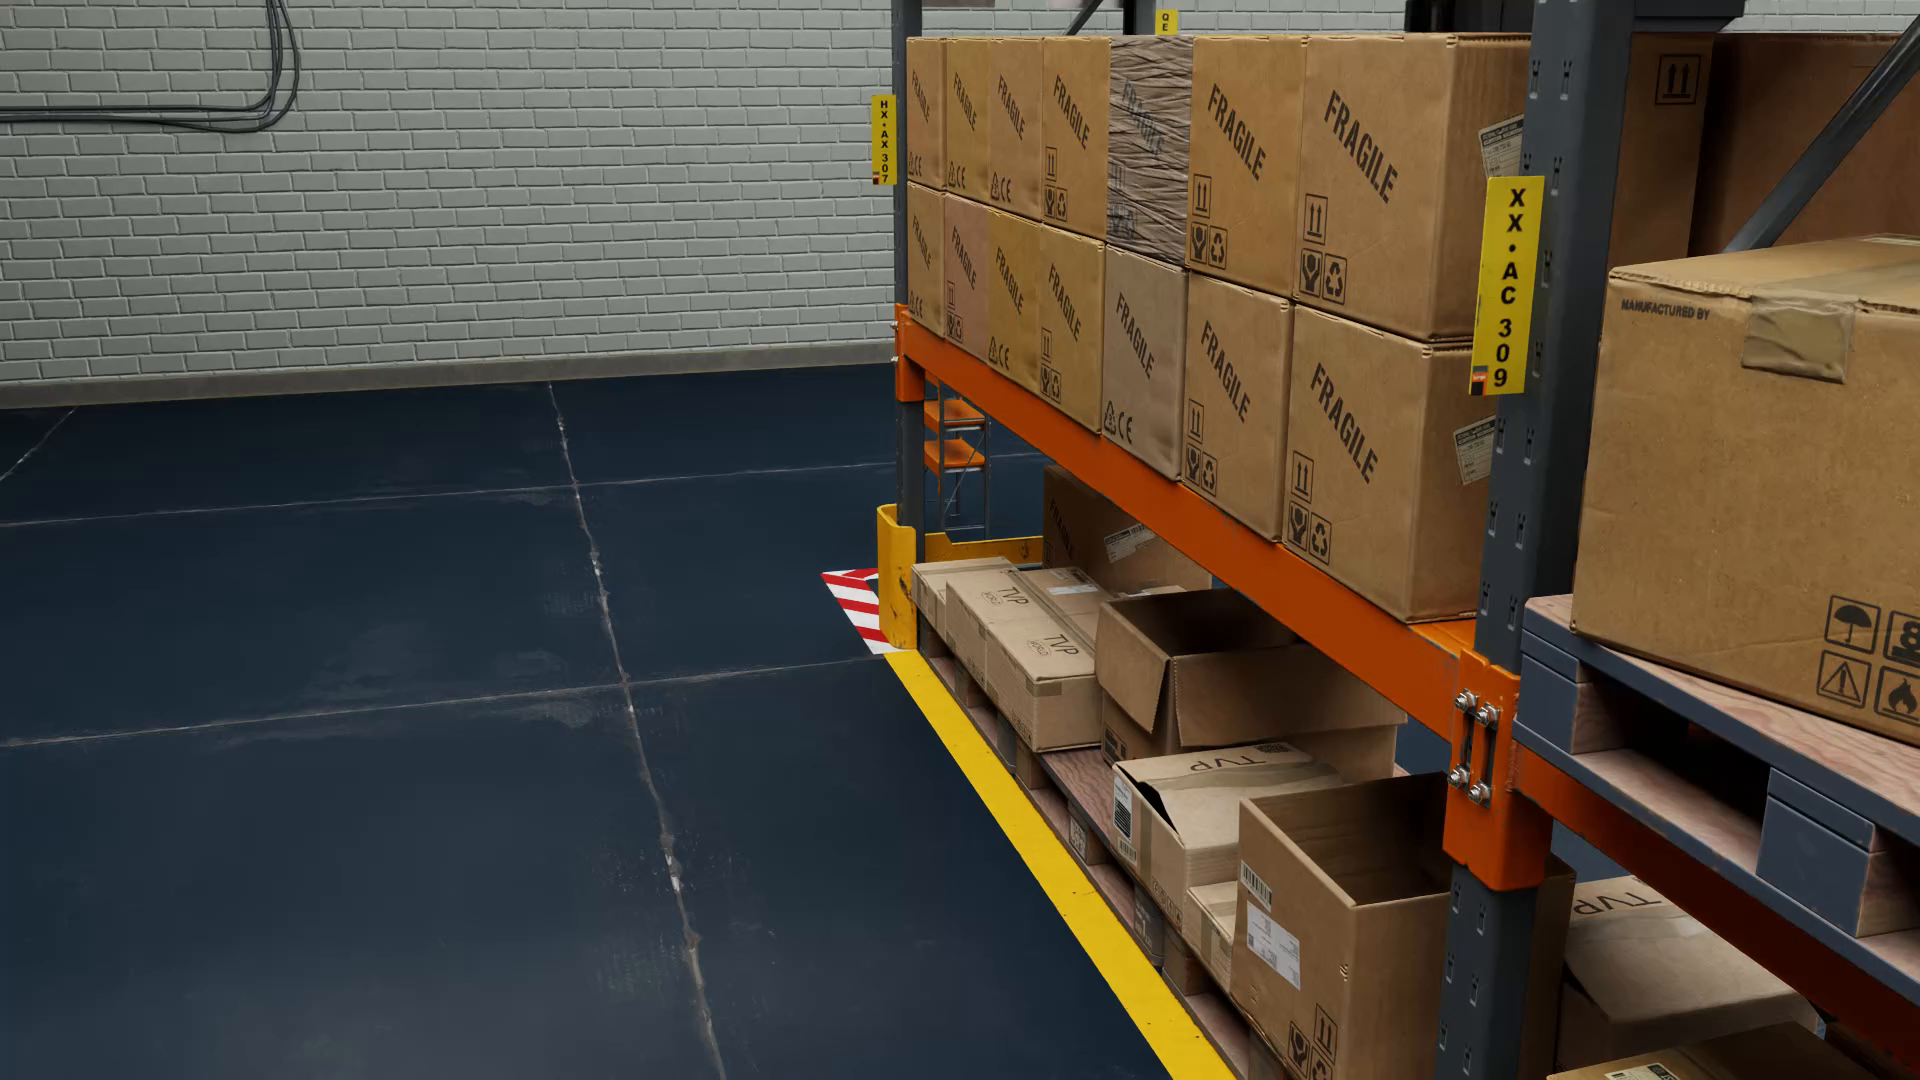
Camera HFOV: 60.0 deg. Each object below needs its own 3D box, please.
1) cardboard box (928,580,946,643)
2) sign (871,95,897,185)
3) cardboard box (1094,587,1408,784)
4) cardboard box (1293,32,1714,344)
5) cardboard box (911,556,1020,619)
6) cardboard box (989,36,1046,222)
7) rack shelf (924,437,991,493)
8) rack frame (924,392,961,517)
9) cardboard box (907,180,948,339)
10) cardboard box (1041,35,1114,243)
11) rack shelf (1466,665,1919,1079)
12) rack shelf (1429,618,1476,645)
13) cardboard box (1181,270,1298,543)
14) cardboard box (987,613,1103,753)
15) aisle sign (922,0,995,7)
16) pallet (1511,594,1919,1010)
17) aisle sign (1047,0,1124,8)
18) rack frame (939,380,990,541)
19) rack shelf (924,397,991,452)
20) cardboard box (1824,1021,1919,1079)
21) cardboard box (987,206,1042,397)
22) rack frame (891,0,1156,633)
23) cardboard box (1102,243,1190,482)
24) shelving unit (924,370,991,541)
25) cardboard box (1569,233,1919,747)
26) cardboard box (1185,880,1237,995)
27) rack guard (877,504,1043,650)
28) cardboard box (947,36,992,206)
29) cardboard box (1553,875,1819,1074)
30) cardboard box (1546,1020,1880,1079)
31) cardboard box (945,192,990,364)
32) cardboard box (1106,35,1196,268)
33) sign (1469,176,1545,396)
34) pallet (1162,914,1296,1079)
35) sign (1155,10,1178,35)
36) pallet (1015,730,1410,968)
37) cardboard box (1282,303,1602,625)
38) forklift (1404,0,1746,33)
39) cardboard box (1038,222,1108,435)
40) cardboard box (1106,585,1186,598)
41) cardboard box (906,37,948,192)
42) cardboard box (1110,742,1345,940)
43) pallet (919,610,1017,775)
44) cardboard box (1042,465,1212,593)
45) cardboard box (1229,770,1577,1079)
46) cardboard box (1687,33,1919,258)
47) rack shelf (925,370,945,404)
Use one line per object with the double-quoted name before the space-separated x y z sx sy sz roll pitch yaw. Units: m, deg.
"cardboard box" 0.096 0.243 6.091 0.380 0.166 0.250 -5 17 -15
"sign" -0.279 -1.488 6.185 0.100 0.325 0.005 -5 17 -15
"cardboard box" 0.821 0.456 4.794 0.797 0.503 0.637 -5 17 -15
"cardboard box" 0.954 -0.656 3.009 0.500 0.500 0.500 -5 17 -15
"cardboard box" 0.028 0.182 6.324 0.380 0.149 0.250 -5 17 -15
"cardboard box" 0.395 -1.216 4.875 0.500 0.500 0.500 -4 17 -14
"rack shelf" -0.045 -0.366 8.008 0.258 0.148 0.480 -5 17 -15
"rack frame" -0.113 -0.688 8.157 0.240 1.200 0.015 -5 17 -15
"cardboard box" 0.111 -1.020 5.960 0.500 0.500 0.500 -4 17 -14
"cardboard box" 0.536 -1.076 4.408 0.500 0.500 0.500 -5 17 -16
"rack shelf" 1.892 0.888 1.031 1.077 0.370 4.000 -5 17 -15
"rack shelf" 0.793 -0.312 4.687 0.919 0.124 3.809 -5 17 -15
"cardboard box" 0.815 -0.318 3.622 0.500 0.500 0.500 -4 17 -14
"cardboard box" 0.395 0.440 5.289 0.500 0.250 0.500 -5 17 -15
"aisle sign" -0.058 -2.357 6.064 0.394 0.787 0.004 -5 17 -15
"pallet" 1.457 0.312 2.033 1.003 0.211 1.213 -5 17 -15
"aisle sign" 0.519 -2.404 6.222 0.394 0.787 0.004 -5 17 -15
"rack frame" 0.022 -0.553 7.707 0.240 1.200 0.015 -5 17 -15
"rack shelf" -0.045 -0.556 7.951 0.258 0.148 0.480 -5 17 -15
"cardboard box" 1.753 1.091 2.687 0.500 0.500 0.500 -5 17 -16
"cardboard box" 0.393 -0.739 5.024 0.500 0.500 0.500 -5 17 -15
"rack frame" 0.243 -1.116 6.453 1.000 3.000 0.127 -5 17 -15
"cardboard box" 0.672 -0.460 4.095 0.500 0.500 0.500 -4 17 -14
"shelving unit" -0.045 -0.620 7.932 0.258 1.200 0.503 -5 17 -15
"cardboard box" 1.257 -0.110 2.200 0.700 0.500 0.500 -12 20 -34
"cardboard box" 0.752 0.911 3.896 0.380 0.149 0.250 -5 17 -15
"rack guard" 0.264 0.102 6.743 1.175 0.500 0.348 -5 17 -15
"cardboard box" 0.262 -1.355 5.337 0.500 0.500 0.500 -5 17 -15
"cardboard box" 1.435 0.934 3.536 0.500 0.311 0.500 -5 17 -15
"cardboard box" 1.241 1.130 2.556 0.500 0.500 0.500 -6 18 -18
"cardboard box" 0.258 -0.878 5.487 0.500 0.500 0.500 -5 17 -16
"cardboard box" 0.673 -0.937 3.944 0.500 0.500 0.500 -5 17 -15
"sign" 0.823 -0.379 2.495 0.100 0.325 0.005 -5 17 -15
"pallet" 1.154 1.136 3.803 1.003 0.211 1.213 -5 17 -15
"sign" 0.782 -1.860 6.368 0.100 0.325 0.005 -5 17 -15
"pallet" 0.816 0.798 4.929 1.003 0.211 1.213 -5 17 -15
"cardboard box" 0.958 -0.175 3.148 0.500 0.500 0.500 -4 17 -14
"forklift" 2.872 -1.513 7.894 3.031 2.935 1.130 -2 17 -7
"cardboard box" 0.529 -0.600 4.563 0.500 0.500 0.500 -4 17 -15
"cardboard box" 0.654 0.280 5.965 0.380 0.166 0.250 -5 17 -15
"cardboard box" 0.111 -1.499 5.817 0.500 0.500 0.500 -4 17 -14
"cardboard box" 0.707 0.725 4.234 0.500 0.311 0.500 -5 17 -15
"pallet" 0.484 0.461 6.050 1.003 0.211 1.213 -5 17 -15
"cardboard box" 0.629 0.001 6.313 0.500 0.500 0.500 -5 17 -15
"cardboard box" 0.913 0.842 3.516 0.500 0.500 0.500 -5 17 -15
"cardboard box" 1.483 -0.689 3.119 0.500 0.500 0.500 -4 17 -14
"rack shelf" -0.045 -0.770 7.887 0.258 0.148 0.480 -5 17 -15
